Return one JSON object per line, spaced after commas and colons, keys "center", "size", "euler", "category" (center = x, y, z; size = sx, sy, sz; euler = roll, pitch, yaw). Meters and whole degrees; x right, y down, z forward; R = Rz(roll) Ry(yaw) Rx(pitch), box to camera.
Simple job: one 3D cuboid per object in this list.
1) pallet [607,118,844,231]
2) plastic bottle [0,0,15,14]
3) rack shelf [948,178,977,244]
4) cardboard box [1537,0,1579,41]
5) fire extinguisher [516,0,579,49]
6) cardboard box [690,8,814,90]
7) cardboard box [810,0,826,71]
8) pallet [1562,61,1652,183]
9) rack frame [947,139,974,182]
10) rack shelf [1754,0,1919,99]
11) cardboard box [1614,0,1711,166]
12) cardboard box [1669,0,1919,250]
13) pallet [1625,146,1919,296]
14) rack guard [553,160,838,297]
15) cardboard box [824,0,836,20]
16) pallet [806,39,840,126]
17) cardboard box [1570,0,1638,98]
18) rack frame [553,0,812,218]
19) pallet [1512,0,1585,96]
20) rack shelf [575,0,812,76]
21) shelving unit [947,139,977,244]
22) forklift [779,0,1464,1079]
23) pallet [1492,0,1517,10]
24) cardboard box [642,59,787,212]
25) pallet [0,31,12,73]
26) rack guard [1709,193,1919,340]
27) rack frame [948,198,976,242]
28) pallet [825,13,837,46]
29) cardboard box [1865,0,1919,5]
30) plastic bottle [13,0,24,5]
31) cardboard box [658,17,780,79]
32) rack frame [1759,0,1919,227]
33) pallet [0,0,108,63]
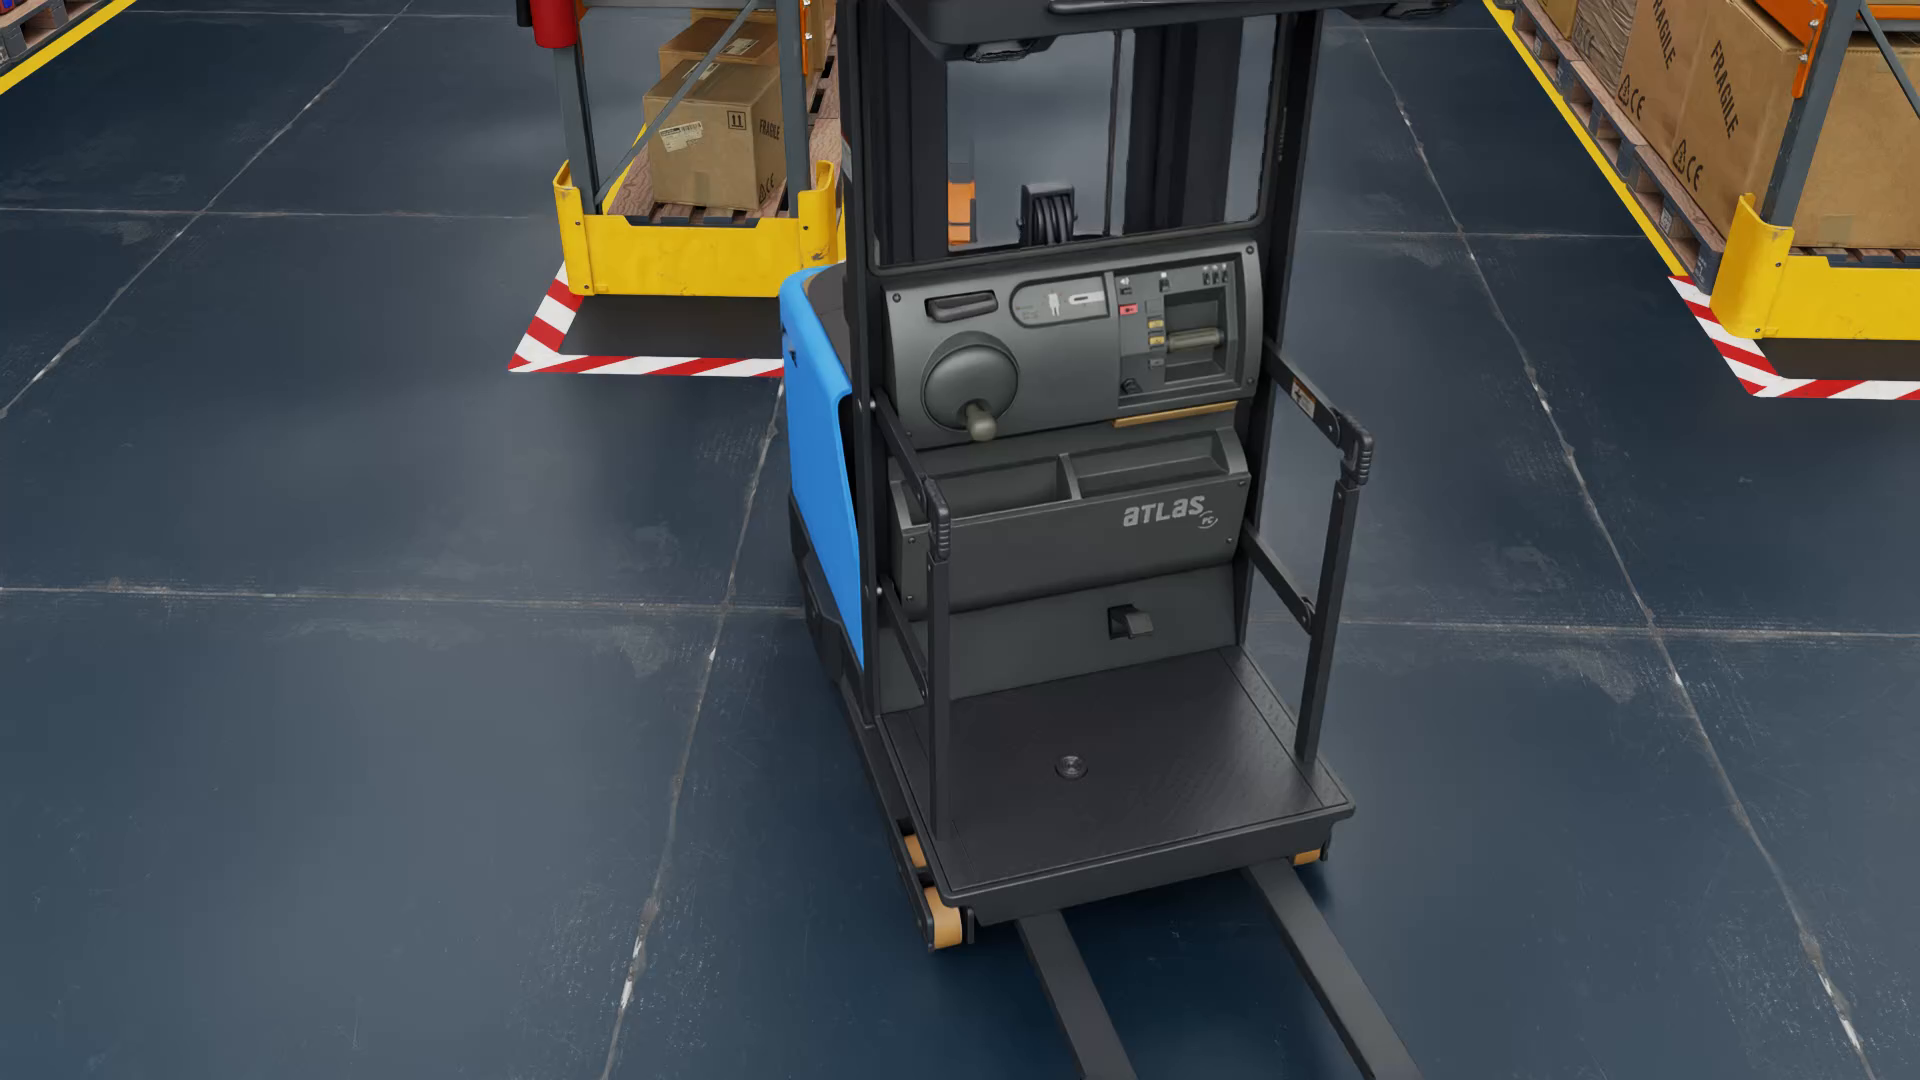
{"center": [-1.066, -1.711, 8.001], "size": [1.003, 0.211, 1.213], "euler": [1, 35, 2], "category": "pallet"}
{"center": [-5.635, -3.242, 9.734], "size": [0.061, 0.283, 0.133], "euler": [4, 35, 5], "category": "plastic bottle"}
{"center": [-0.071, -1.033, 5.492], "size": [0.258, 0.148, 0.480], "euler": [0, 35, 0], "category": "rack shelf"}
{"center": [3.881, -3.410, 9.476], "size": [0.875, 0.875, 0.875], "euler": [2, 35, 3], "category": "cardboard box"}
{"center": [-1.602, -2.255, 6.417], "size": [0.296, 0.674, 0.183], "euler": [1, 35, 2], "category": "fire extinguisher"}
{"center": [-1.061, -2.553, 8.583], "size": [0.500, 0.500, 0.500], "euler": [4, 35, 6], "category": "cardboard box"}
{"center": [-0.994, -2.873, 9.037], "size": [0.500, 0.500, 0.500], "euler": [-2, 35, -2], "category": "cardboard box"}
{"center": [3.821, -2.189, 8.681], "size": [1.003, 0.211, 1.213], "euler": [1, 35, 2], "category": "pallet"}
{"center": [-0.072, -0.851, 5.918], "size": [0.240, 1.200, 0.015], "euler": [0, 35, 0], "category": "rack frame"}
{"center": [3.896, -3.024, 8.070], "size": [1.077, 0.370, 4.000], "euler": [1, 35, 2], "category": "rack shelf"}
{"center": [3.810, -2.369, 7.994], "size": [0.875, 0.875, 0.875], "euler": [1, 35, 1], "category": "cardboard box"}
{"center": [3.776, -1.863, 7.275], "size": [0.875, 0.875, 0.875], "euler": [2, 35, 2], "category": "cardboard box"}
{"center": [3.769, -1.490, 7.686], "size": [1.003, 0.211, 1.213], "euler": [1, 35, 2], "category": "pallet"}
{"center": [-1.134, -1.363, 7.255], "size": [1.175, 0.500, 0.348], "euler": [1, 35, 2], "category": "rack guard"}
{"center": [-1.047, -3.231, 9.547], "size": [0.500, 0.500, 0.500], "euler": [12, 37, 17], "category": "cardboard box"}
{"center": [-1.014, -2.410, 8.995], "size": [1.003, 0.211, 1.213], "euler": [1, 35, 2], "category": "pallet"}
{"center": [3.848, -2.892, 8.739], "size": [0.875, 0.875, 0.875], "euler": [2, 35, 2], "category": "cardboard box"}
{"center": [-1.137, -2.342, 6.474], "size": [1.000, 3.000, 0.127], "euler": [1, 35, 2], "category": "rack frame"}
{"center": [3.867, -2.892, 9.681], "size": [1.003, 0.211, 1.213], "euler": [1, 35, 2], "category": "pallet"}
{"center": [-1.056, -3.197, 8.315], "size": [1.077, 0.370, 4.000], "euler": [1, 35, 2], "category": "rack shelf"}
{"center": [-0.071, -0.711, 5.718], "size": [0.258, 1.200, 0.503], "euler": [0, 35, 0], "category": "shelving unit"}
{"center": [0.347, -0.411, 3.785], "size": [1.130, 2.935, 3.031], "euler": [-10, 36, -14], "category": "forklift"}
{"center": [3.932, -3.772, 10.933], "size": [1.003, 0.211, 1.213], "euler": [1, 35, 2], "category": "pallet"}
{"center": [-1.095, -1.849, 7.582], "size": [0.500, 0.500, 0.500], "euler": [8, 36, 11], "category": "cardboard box"}
{"center": [-6.040, -2.526, 9.161], "size": [1.003, 0.211, 1.213], "euler": [1, 35, 2], "category": "pallet"}
{"center": [3.814, -1.133, 6.927], "size": [1.175, 0.500, 0.348], "euler": [1, 35, 2], "category": "rack guard"}
{"center": [-0.069, -0.571, 5.519], "size": [0.240, 1.200, 0.015], "euler": [0, 35, 0], "category": "rack frame"}
{"center": [-0.968, -3.113, 9.995], "size": [1.003, 0.211, 1.213], "euler": [1, 35, 2], "category": "pallet"}
{"center": [3.785, -2.445, 6.490], "size": [0.875, 0.550, 0.550], "euler": [1, 35, 2], "category": "cardboard box"}
{"center": [-5.671, -3.364, 9.849], "size": [0.144, 0.351, 0.185], "euler": [0, 35, 0], "category": "plastic bottle"}
{"center": [-1.105, -2.194, 8.071], "size": [0.500, 0.500, 0.500], "euler": [10, 36, 14], "category": "cardboard box"}
{"center": [3.815, -2.169, 6.228], "size": [1.000, 3.000, 0.127], "euler": [1, 35, 2], "category": "rack frame"}
{"center": [-5.994, -3.229, 10.161], "size": [1.003, 0.211, 1.213], "euler": [1, 35, 2], "category": "pallet"}
